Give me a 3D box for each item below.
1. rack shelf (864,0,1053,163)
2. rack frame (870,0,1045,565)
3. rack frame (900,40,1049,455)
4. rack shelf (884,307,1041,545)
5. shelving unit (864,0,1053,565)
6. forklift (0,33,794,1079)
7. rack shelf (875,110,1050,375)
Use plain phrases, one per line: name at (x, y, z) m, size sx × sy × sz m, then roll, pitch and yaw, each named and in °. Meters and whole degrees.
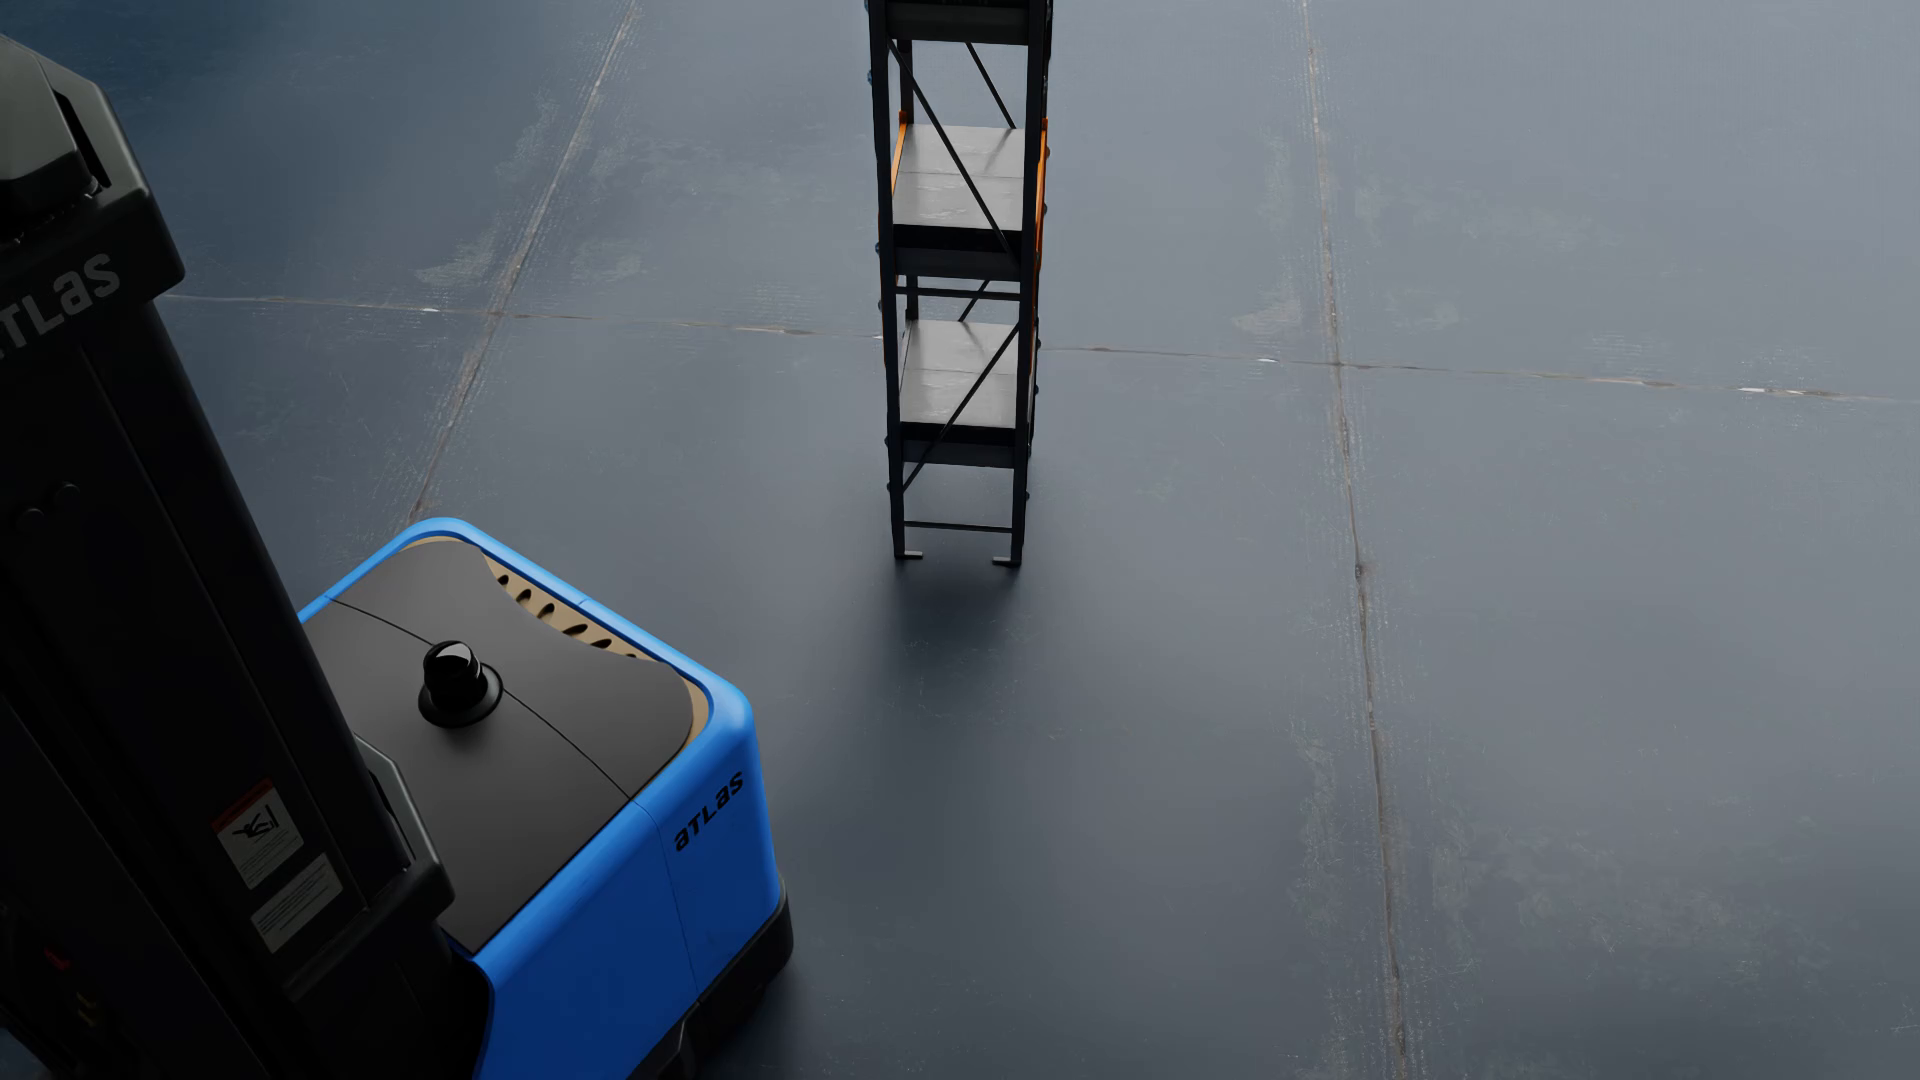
rack shelf at (0.015, -1.294, 4.080) m, size 0.431 × 0.518 × 0.480 m, roll 4°, pitch 48°, yaw 4°
rack frame at (-0.007, -0.651, 4.422) m, size 0.400 × 2.100 × 0.015 m, roll 4°, pitch 48°, yaw 4°
rack frame at (0.037, -1.010, 4.750) m, size 0.400 × 2.100 × 0.015 m, roll 4°, pitch 48°, yaw 4°
rack shelf at (0.015, -0.349, 5.113) m, size 0.431 × 0.518 × 0.480 m, roll 4°, pitch 48°, yaw 4°
shelving unit at (0.015, -0.830, 4.586) m, size 0.431 × 2.100 × 0.503 m, roll 4°, pitch 48°, yaw 4°
forklift at (-1.689, 0.748, 2.580) m, size 1.130 × 2.935 × 3.031 m, roll 28°, pitch 53°, yaw 23°
rack shelf at (0.015, -0.821, 4.597) m, size 0.431 × 0.518 × 0.480 m, roll 4°, pitch 48°, yaw 4°
